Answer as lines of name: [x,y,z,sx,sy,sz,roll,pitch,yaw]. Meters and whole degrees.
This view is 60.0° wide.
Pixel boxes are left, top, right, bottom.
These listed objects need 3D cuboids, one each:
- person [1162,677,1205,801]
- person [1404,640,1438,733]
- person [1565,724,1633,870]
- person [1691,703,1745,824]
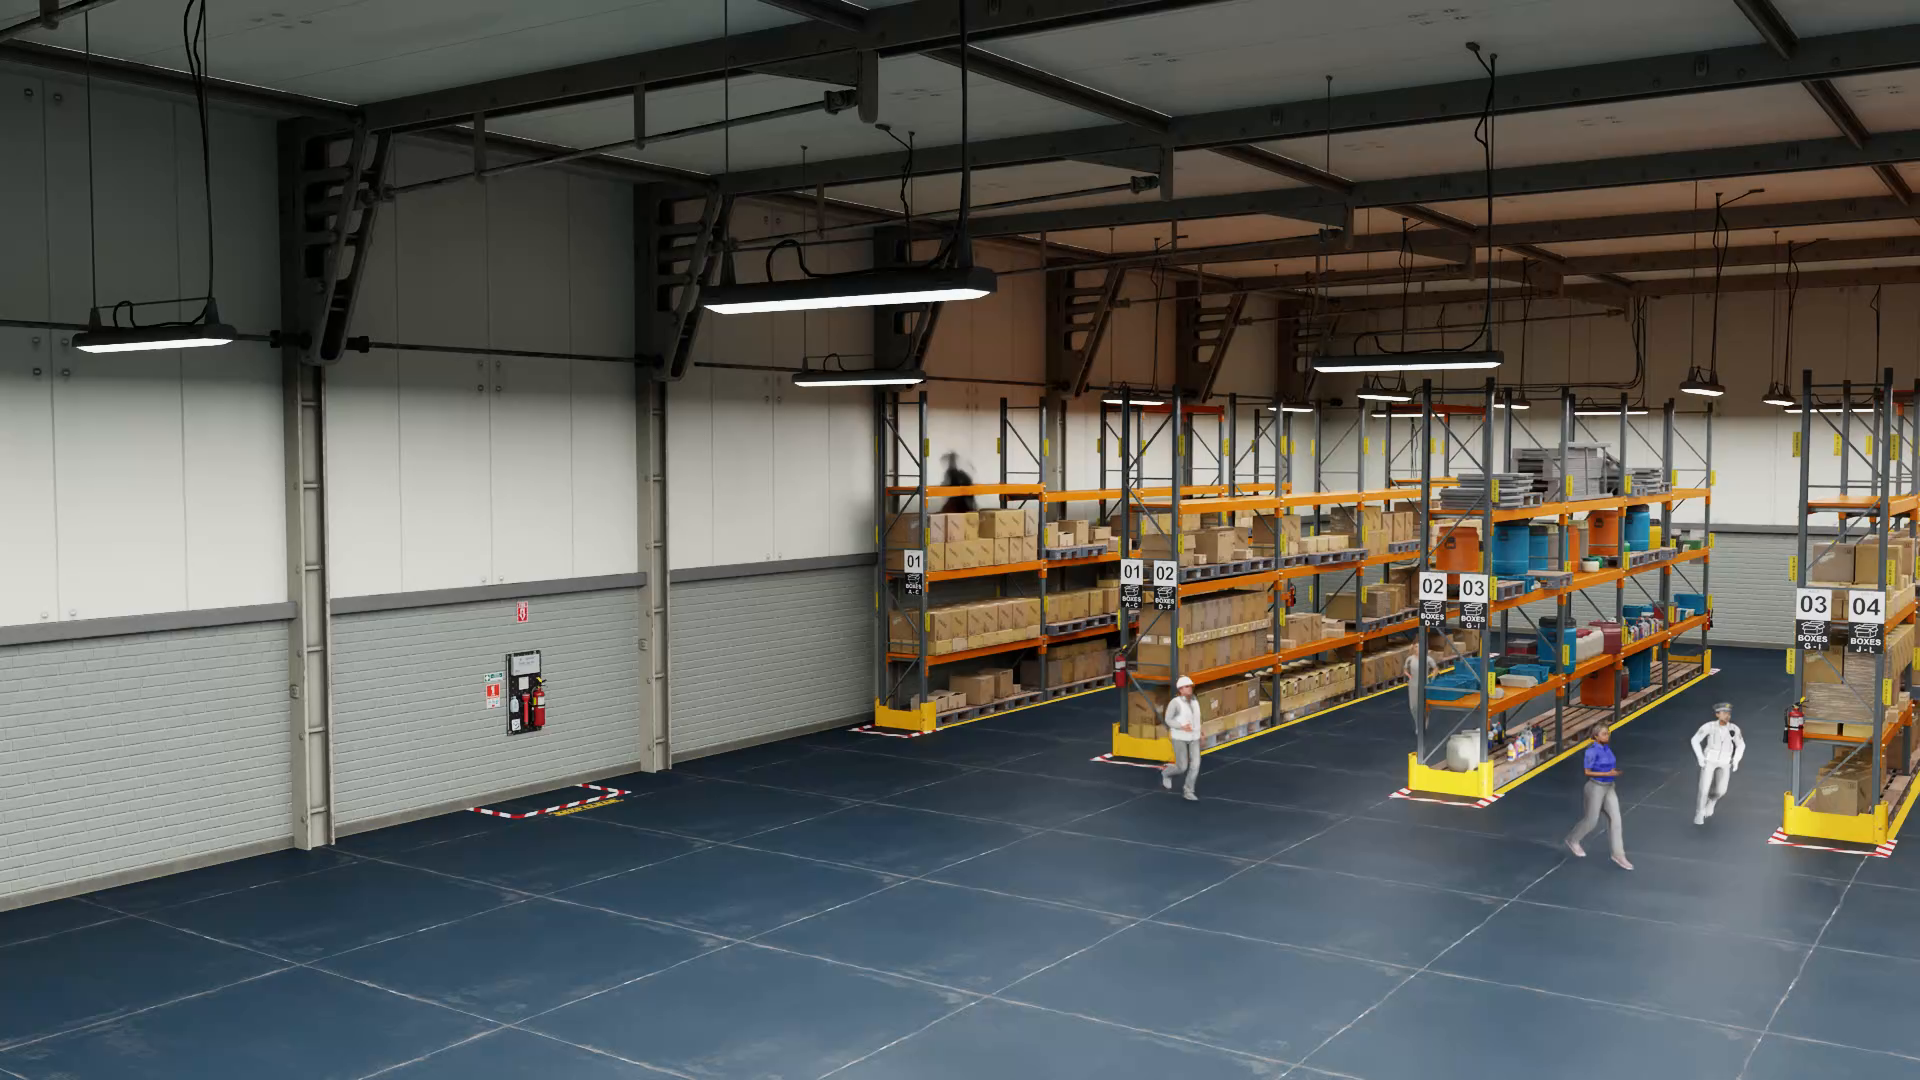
person: [3.196,2.814,23.734,0.660,1.738,0.728,-2,4,-29]
person: [8.004,2.570,29.021,0.550,1.631,0.571,2,4,31]
person: [7.668,3.047,19.941,0.570,1.683,0.871,-2,4,-30]
person: [10.078,2.972,22.090,0.673,1.643,0.468,1,3,17]
